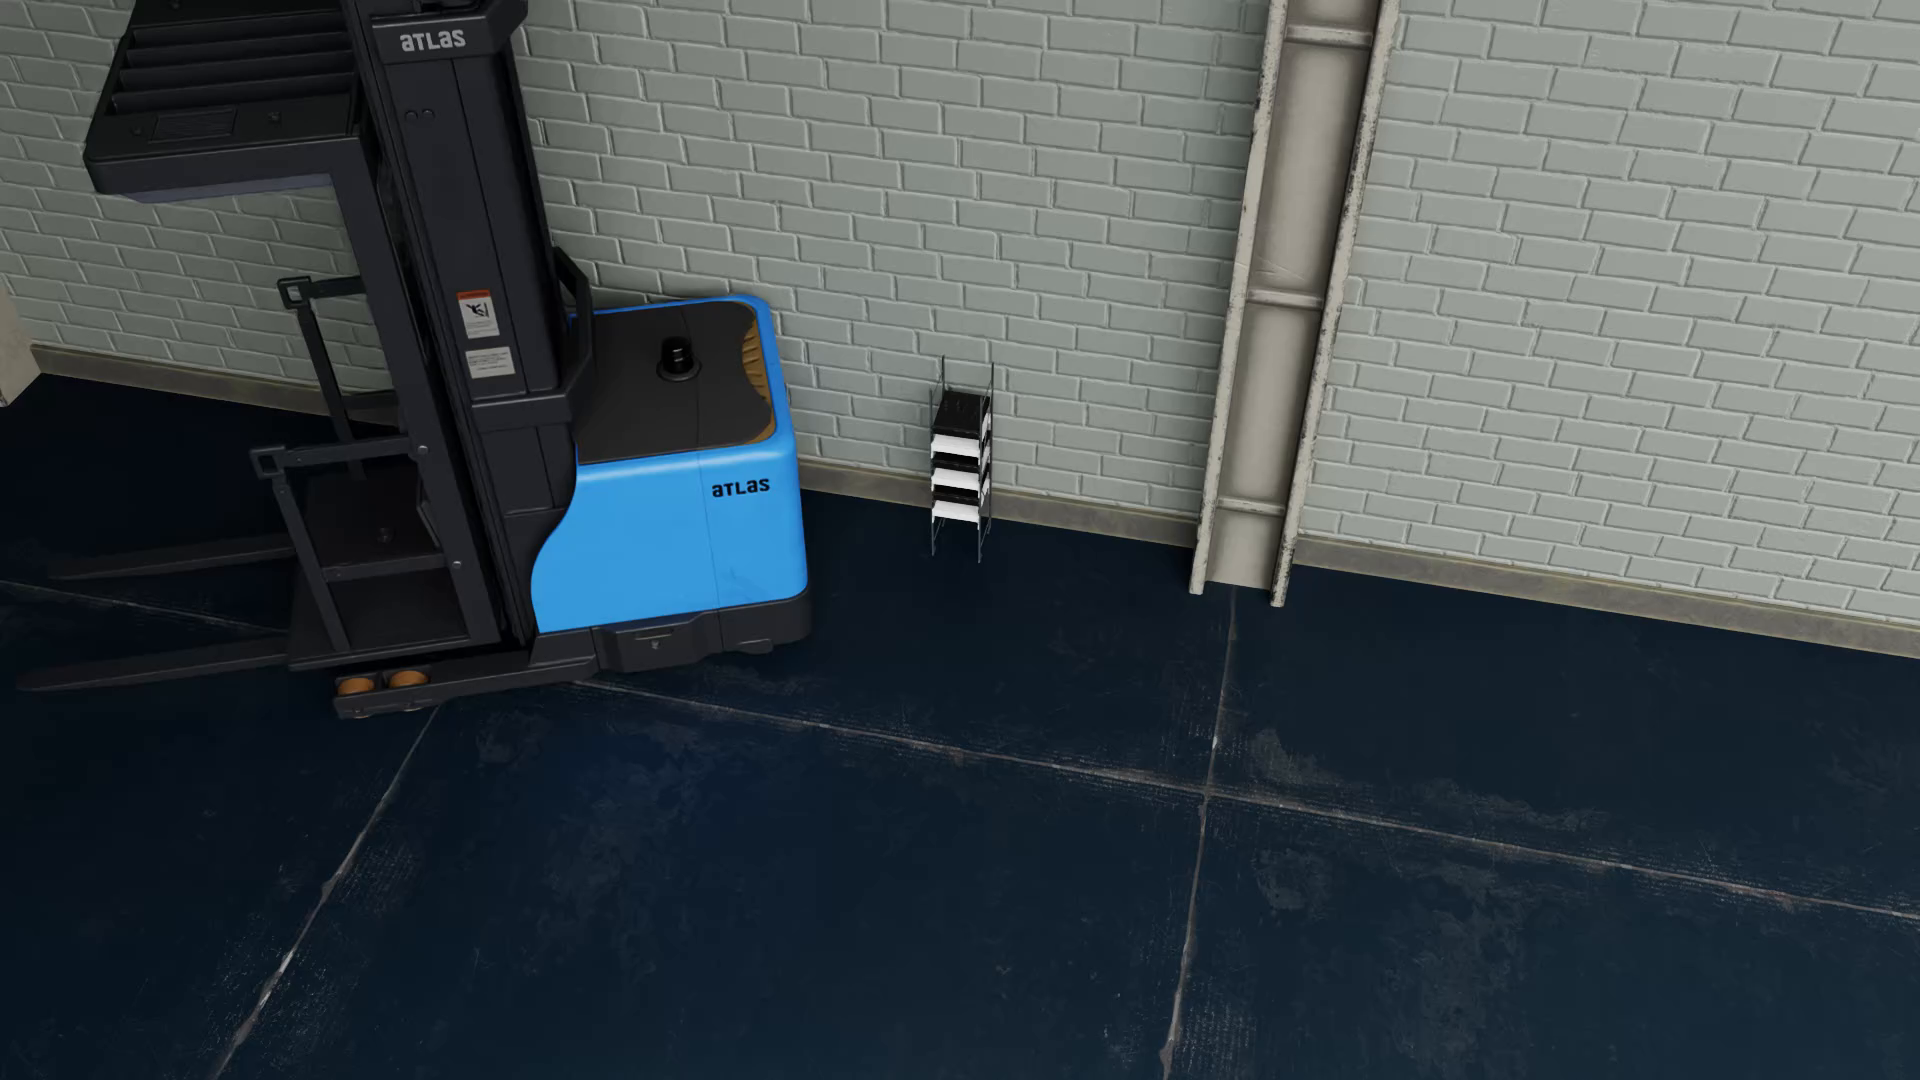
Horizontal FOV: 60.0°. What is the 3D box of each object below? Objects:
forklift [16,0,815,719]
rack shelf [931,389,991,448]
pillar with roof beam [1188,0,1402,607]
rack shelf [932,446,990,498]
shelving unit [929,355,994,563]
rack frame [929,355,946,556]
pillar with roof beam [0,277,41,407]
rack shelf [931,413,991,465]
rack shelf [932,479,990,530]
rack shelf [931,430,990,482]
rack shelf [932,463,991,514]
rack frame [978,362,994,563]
[{"bbox_3d":[-2.158,-0.761,5.887,3.031,2.935,1.130,-8,44,-8],"label":"forklift"},{"bbox_3d":[0.008,-0.493,6.733,0.200,0.077,0.258,9,45,9],"label":"rack shelf"},{"bbox_3d":[0.245,-0.182,0.910,0.400,9.000,9.100,9,45,9],"label":"pillar with roof beam"},{"bbox_3d":[0.008,-0.299,6.920,0.200,0.077,0.258,9,45,9],"label":"rack shelf"},{"bbox_3d":[0.008,-0.323,6.897,0.210,0.900,0.258,9,45,9],"label":"shelving unit"},{"bbox_3d":[-0.091,-0.338,6.913,0.006,0.900,0.240,9,45,9],"label":"rack frame"},{"bbox_3d":[-5.610,-1.091,1.854,0.400,9.000,9.100,9,45,9],"label":"pillar with roof beam"},{"bbox_3d":[0.008,-0.429,6.795,0.200,0.077,0.258,9,45,9],"label":"rack shelf"},{"bbox_3d":[0.008,-0.169,7.045,0.200,0.077,0.258,9,45,9],"label":"rack shelf"},{"bbox_3d":[0.008,-0.364,6.857,0.200,0.077,0.258,9,45,9],"label":"rack shelf"},{"bbox_3d":[0.008,-0.234,6.982,0.200,0.077,0.258,9,45,9],"label":"rack shelf"},{"bbox_3d":[0.107,-0.308,6.881,0.006,0.900,0.240,9,45,9],"label":"rack frame"}]
